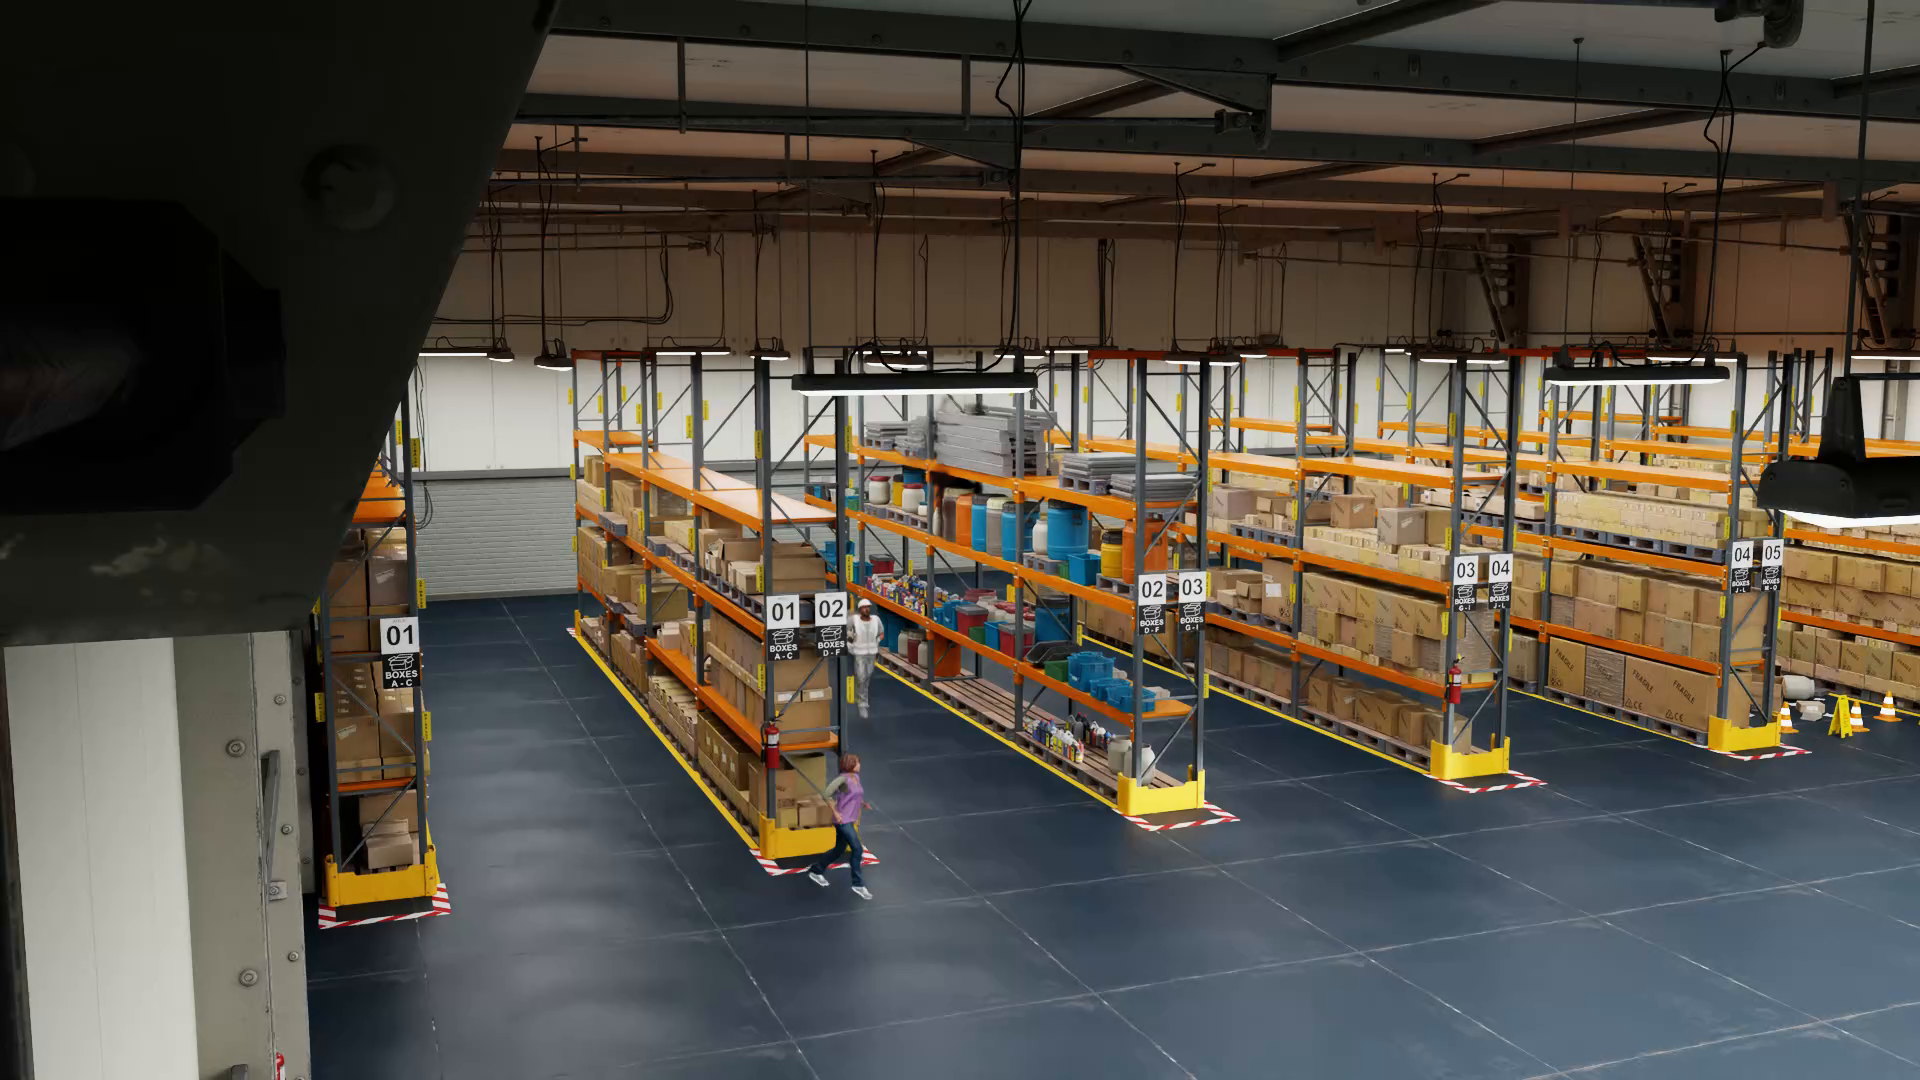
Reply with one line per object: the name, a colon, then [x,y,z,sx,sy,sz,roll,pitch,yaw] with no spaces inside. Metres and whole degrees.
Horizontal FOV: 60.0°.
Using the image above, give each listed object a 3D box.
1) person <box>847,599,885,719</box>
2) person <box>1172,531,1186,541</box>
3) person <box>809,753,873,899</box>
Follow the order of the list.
person: [-1.517,1.877,26.621,0.679,1.892,0.676,-3,8,-24]
person: [5.391,0.441,41.018,0.577,1.586,0.839,5,9,35]
person: [-1.327,3.218,18.896,0.798,1.606,0.549,2,7,13]
